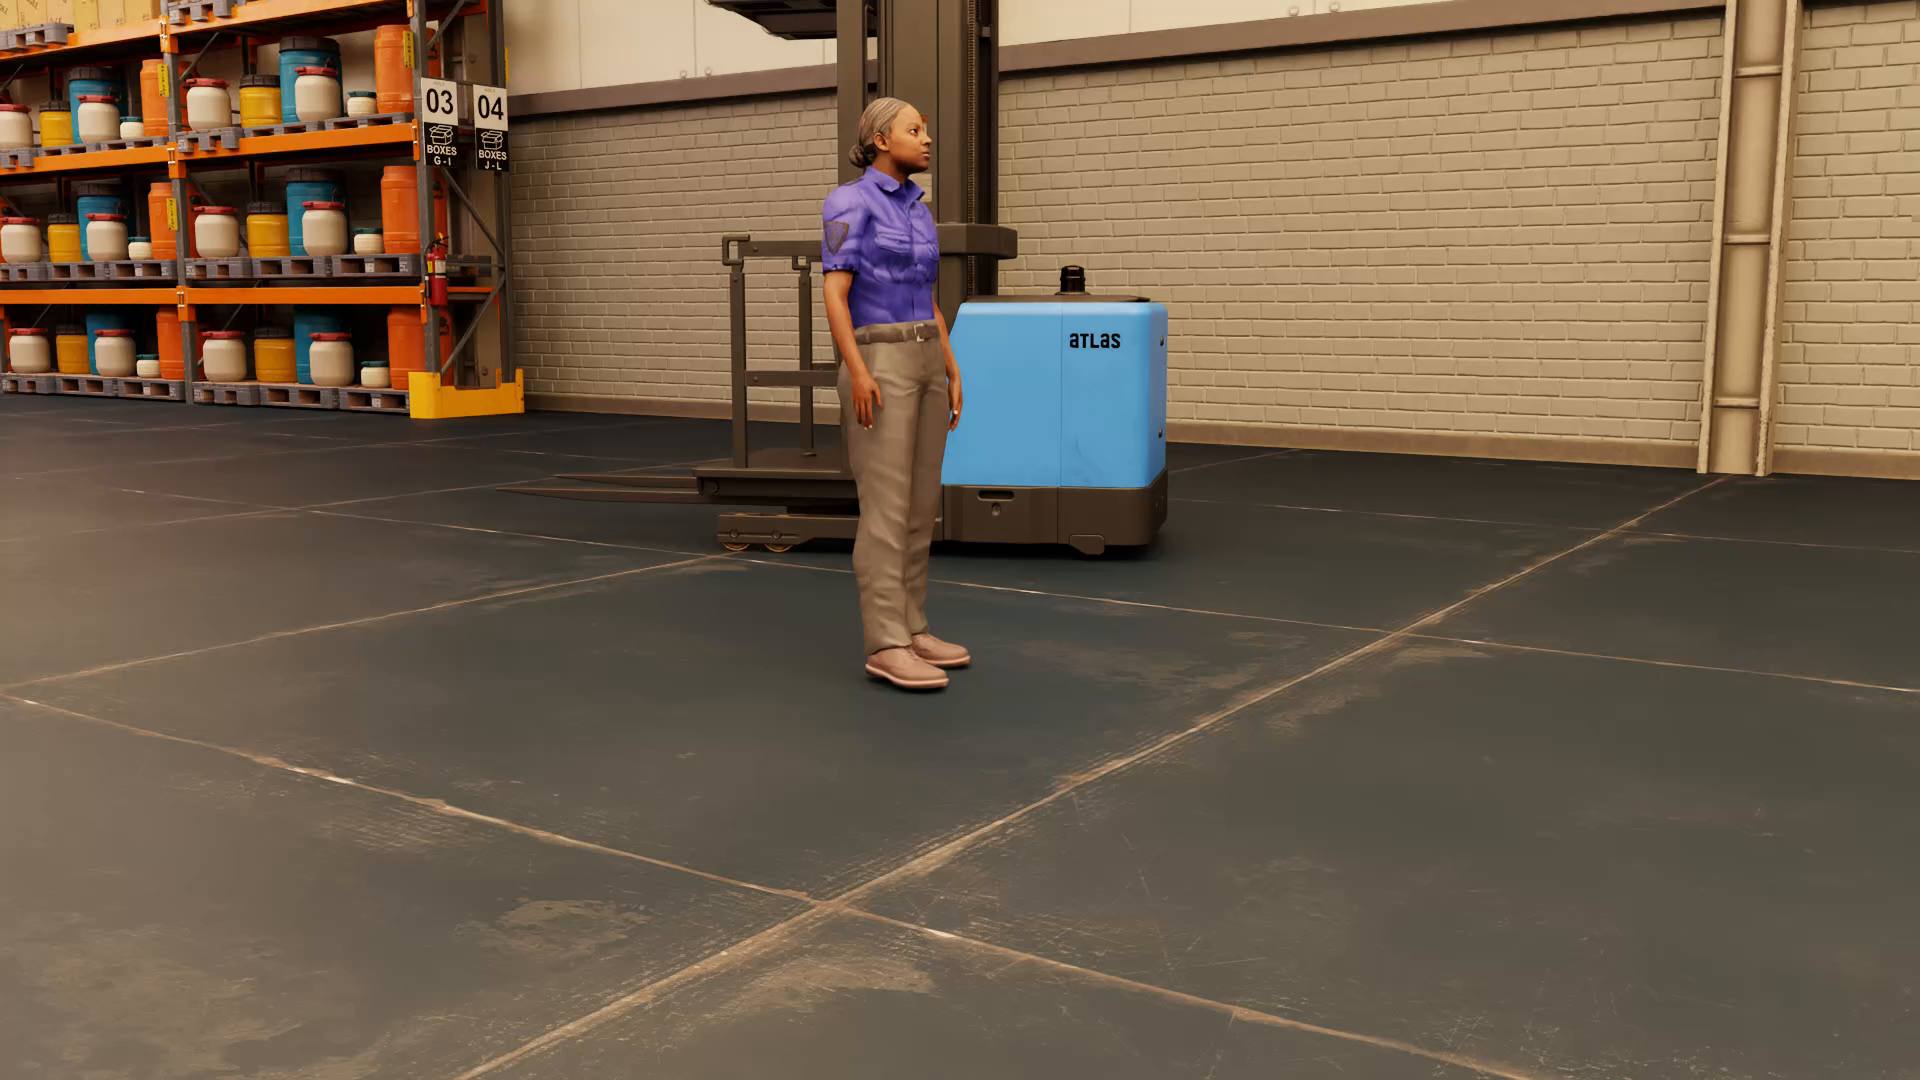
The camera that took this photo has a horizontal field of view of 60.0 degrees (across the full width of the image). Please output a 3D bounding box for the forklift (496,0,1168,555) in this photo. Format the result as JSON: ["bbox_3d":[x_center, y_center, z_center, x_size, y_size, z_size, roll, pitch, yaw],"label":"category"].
[{"bbox_3d":[-0.596,-1.469,7.520,3.031,2.935,1.130,2,8,12],"label":"forklift"}]

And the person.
[{"bbox_3d":[-0.127,-0.447,4.825,0.503,1.655,0.573,5,10,32],"label":"person"}]
